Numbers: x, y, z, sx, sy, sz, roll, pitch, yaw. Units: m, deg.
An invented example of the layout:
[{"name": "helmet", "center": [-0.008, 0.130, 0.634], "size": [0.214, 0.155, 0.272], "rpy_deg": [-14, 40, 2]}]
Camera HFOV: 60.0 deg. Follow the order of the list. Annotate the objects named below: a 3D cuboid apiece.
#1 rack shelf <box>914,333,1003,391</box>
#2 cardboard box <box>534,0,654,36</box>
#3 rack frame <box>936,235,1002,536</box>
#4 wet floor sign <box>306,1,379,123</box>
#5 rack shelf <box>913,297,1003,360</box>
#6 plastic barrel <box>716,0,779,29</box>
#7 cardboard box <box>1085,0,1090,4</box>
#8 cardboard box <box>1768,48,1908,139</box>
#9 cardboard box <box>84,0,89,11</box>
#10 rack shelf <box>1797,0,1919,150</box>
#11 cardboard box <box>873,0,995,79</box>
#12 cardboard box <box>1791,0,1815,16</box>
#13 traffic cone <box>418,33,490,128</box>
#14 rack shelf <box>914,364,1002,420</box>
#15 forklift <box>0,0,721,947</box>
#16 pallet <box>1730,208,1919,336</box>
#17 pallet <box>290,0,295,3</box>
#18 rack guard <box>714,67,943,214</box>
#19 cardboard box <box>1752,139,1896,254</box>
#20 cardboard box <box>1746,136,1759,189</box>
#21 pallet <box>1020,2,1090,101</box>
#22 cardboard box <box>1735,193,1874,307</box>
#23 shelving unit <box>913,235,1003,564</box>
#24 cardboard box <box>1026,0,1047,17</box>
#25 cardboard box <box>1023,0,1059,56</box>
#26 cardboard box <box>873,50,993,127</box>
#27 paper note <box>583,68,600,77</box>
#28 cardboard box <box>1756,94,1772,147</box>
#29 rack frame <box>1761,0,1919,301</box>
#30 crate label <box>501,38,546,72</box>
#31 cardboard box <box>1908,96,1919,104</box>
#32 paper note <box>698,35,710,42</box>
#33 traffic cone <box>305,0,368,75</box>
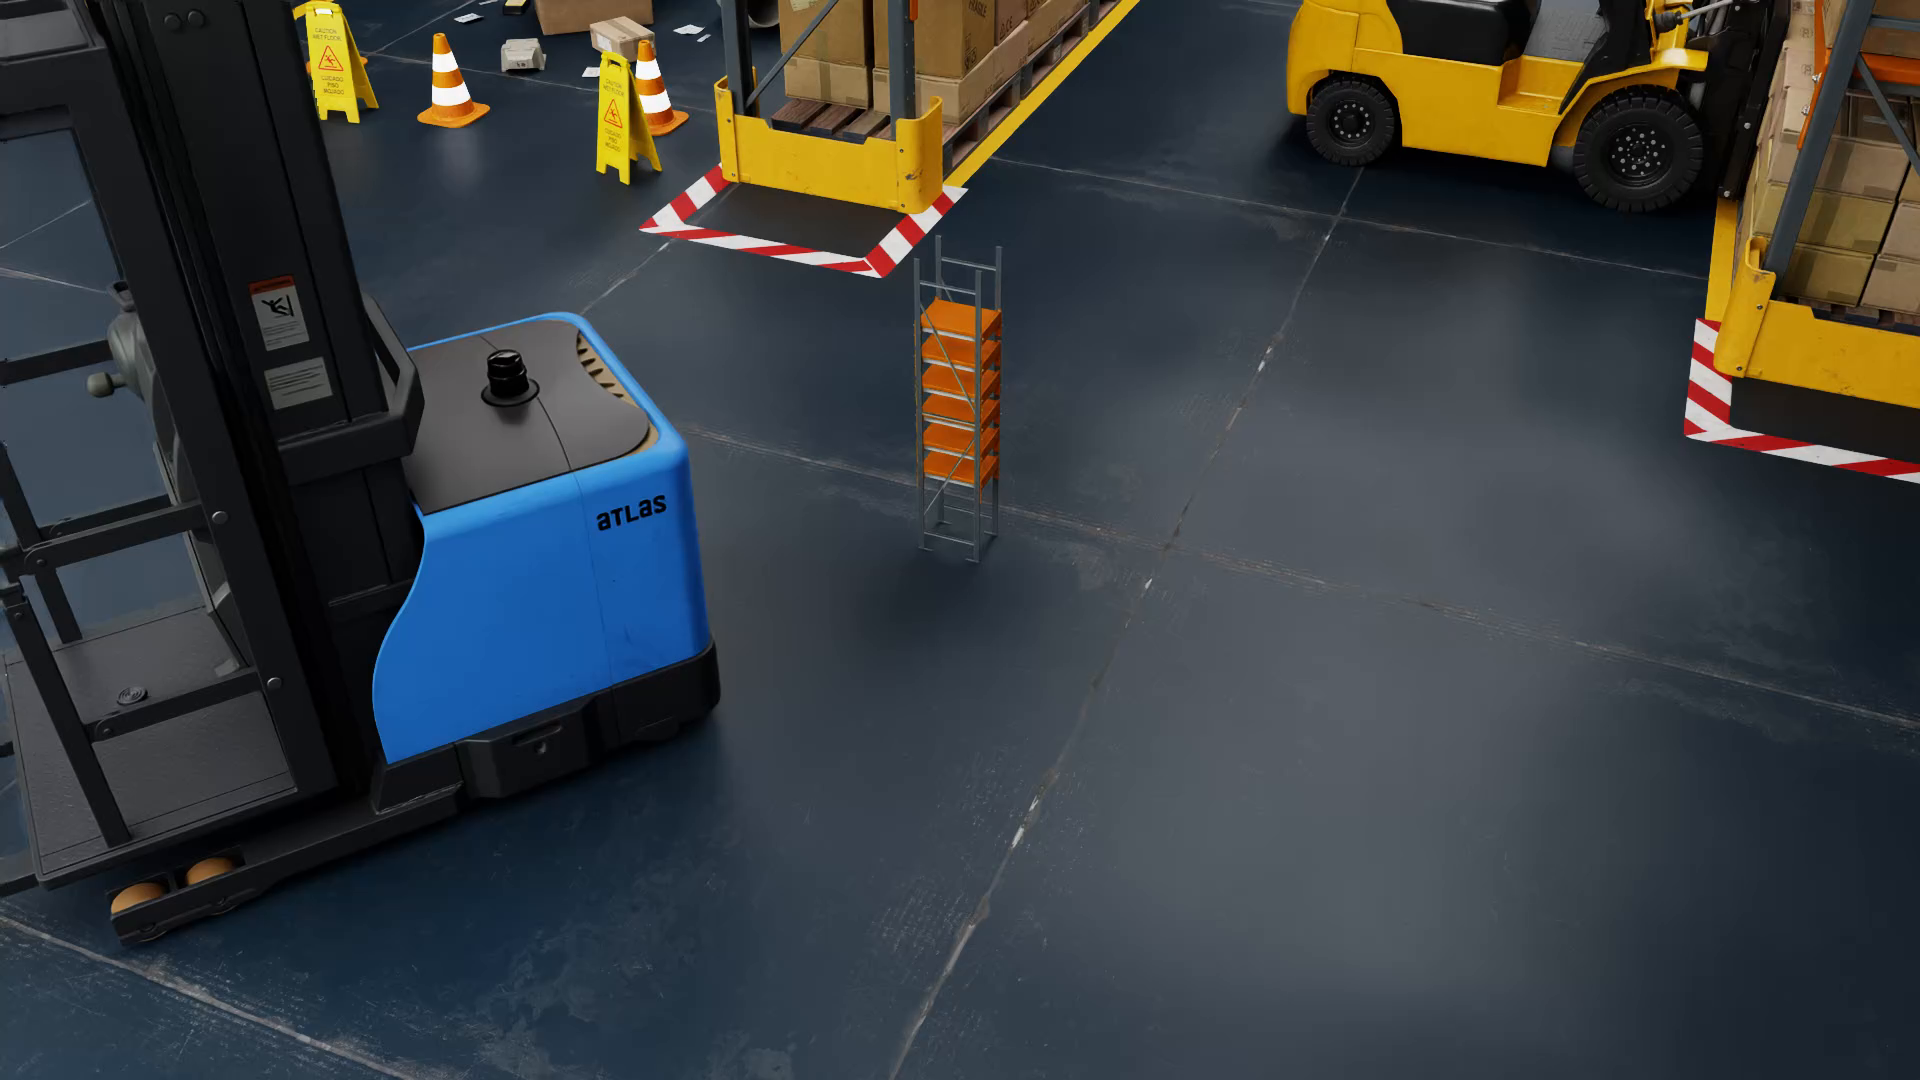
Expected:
[{"name": "rack shelf", "center": [-0.005, -0.629, 5.763], "size": [0.258, 0.103, 0.180], "rpy_deg": [14, 39, 18]}, {"name": "cardboard box", "center": [-2.378, -3.585, 10.626], "size": [0.797, 0.503, 0.637], "rpy_deg": [-11, 38, -14]}, {"name": "rack frame", "center": [0.029, -0.523, 5.948], "size": [0.240, 1.200, 0.006], "rpy_deg": [14, 39, 18]}, {"name": "wet floor sign", "center": [-3.501, -2.697, 9.319], "size": [0.267, 0.644, 0.232], "rpy_deg": [7, 37, 10]}, {"name": "rack shelf", "center": [-0.005, -0.725, 5.691], "size": [0.258, 0.103, 0.180], "rpy_deg": [14, 39, 18]}, {"name": "plastic barrel", "center": [-1.319, -3.492, 10.568], "size": [0.421, 0.421, 0.512], "rpy_deg": [-17, 40, -22]}, {"name": "cardboard box", "center": [0.647, -3.631, 10.549], "size": [0.500, 0.250, 0.500], "rpy_deg": [13, 39, 17]}, {"name": "cardboard box", "center": [3.963, -1.984, 7.510], "size": [0.500, 0.250, 0.500], "rpy_deg": [15, 39, 19]}, {"name": "cardboard box", "center": [-5.124, -3.815, 10.272], "size": [0.875, 0.875, 0.875], "rpy_deg": [14, 39, 18]}, {"name": "rack shelf", "center": [4.648, -2.726, 7.992], "size": [1.077, 0.370, 4.000], "rpy_deg": [14, 39, 18]}, {"name": "cardboard box", "center": [-0.134, -2.800, 8.810], "size": [0.500, 0.500, 0.500], "rpy_deg": [13, 39, 16]}, {"name": "cardboard box", "center": [4.345, -2.545, 8.260], "size": [0.500, 0.250, 0.500], "rpy_deg": [13, 39, 17]}, {"name": "traffic cone", "center": [-2.890, -2.616, 9.363], "size": [0.336, 0.463, 0.334], "rpy_deg": [14, 39, 18]}, {"name": "rack shelf", "center": [-0.005, -0.533, 5.835], "size": [0.258, 0.103, 0.180], "rpy_deg": [14, 39, 18]}, {"name": "forklift", "center": [-2.318, -0.398, 4.334], "size": [3.031, 2.935, 1.130], "rpy_deg": [-19, 41, -24]}, {"name": "pallet", "center": [4.139, -1.223, 7.710], "size": [1.003, 0.211, 1.213], "rpy_deg": [14, 39, 18]}, {"name": "pallet", "center": [-5.089, -3.451, 10.690], "size": [1.003, 0.211, 1.213], "rpy_deg": [14, 39, 18]}, {"name": "rack guard", "center": [-0.676, -2.076, 8.610], "size": [1.175, 0.500, 0.348], "rpy_deg": [14, 39, 18]}, {"name": "cardboard box", "center": [3.783, -1.515, 7.299], "size": [0.500, 0.250, 0.500], "rpy_deg": [13, 39, 17]}, {"name": "cardboard box", "center": [4.170, -1.854, 8.171], "size": [0.500, 0.250, 0.500], "rpy_deg": [14, 39, 18]}, {"name": "pallet", "center": [0.132, -3.075, 10.188], "size": [1.003, 0.211, 1.213], "rpy_deg": [14, 39, 18]}, {"name": "cardboard box", "center": [3.774, -1.306, 7.437], "size": [0.500, 0.250, 0.500], "rpy_deg": [14, 39, 18]}, {"name": "shelving unit", "center": [-0.005, -0.473, 5.880], "size": [0.258, 1.200, 0.189], "rpy_deg": [14, 39, 18]}, {"name": "cardboard box", "center": [0.260, -3.366, 9.567], "size": [0.500, 0.500, 0.500], "rpy_deg": [15, 39, 19]}, {"name": "cardboard box", "center": [0.255, -3.072, 9.800], "size": [0.500, 0.250, 0.500], "rpy_deg": [16, 40, 21]}, {"name": "cardboard box", "center": [-0.142, -2.486, 9.016], "size": [0.500, 0.250, 0.500], "rpy_deg": [14, 39, 17]}, {"name": "paper note", "center": [-2.186, -2.823, 10.001], "size": [0.148, 0.019, 0.142], "rpy_deg": [1, 37, 2]}, {"name": "cardboard box", "center": [4.161, -2.080, 8.056], "size": [0.500, 0.250, 0.500], "rpy_deg": [13, 39, 17]}, {"name": "rack frame", "center": [3.887, -1.907, 6.296], "size": [1.000, 3.000, 0.127], "rpy_deg": [14, 39, 18]}, {"name": "crate label", "center": [-2.648, -2.935, 10.062], "size": [0.250, 0.136, 0.298], "rpy_deg": [-5, 37, -6]}, {"name": "cardboard box", "center": [4.432, -1.875, 7.363], "size": [0.500, 0.250, 0.500], "rpy_deg": [14, 39, 18]}, {"name": "paper note", "center": [-1.612, -3.162, 10.472], "size": [0.032, 0.001, 0.123], "rpy_deg": [14, 39, 18]}, {"name": "traffic cone", "center": [-3.806, -3.061, 9.959], "size": [0.336, 0.463, 0.334], "rpy_deg": [14, 39, 18]}]
